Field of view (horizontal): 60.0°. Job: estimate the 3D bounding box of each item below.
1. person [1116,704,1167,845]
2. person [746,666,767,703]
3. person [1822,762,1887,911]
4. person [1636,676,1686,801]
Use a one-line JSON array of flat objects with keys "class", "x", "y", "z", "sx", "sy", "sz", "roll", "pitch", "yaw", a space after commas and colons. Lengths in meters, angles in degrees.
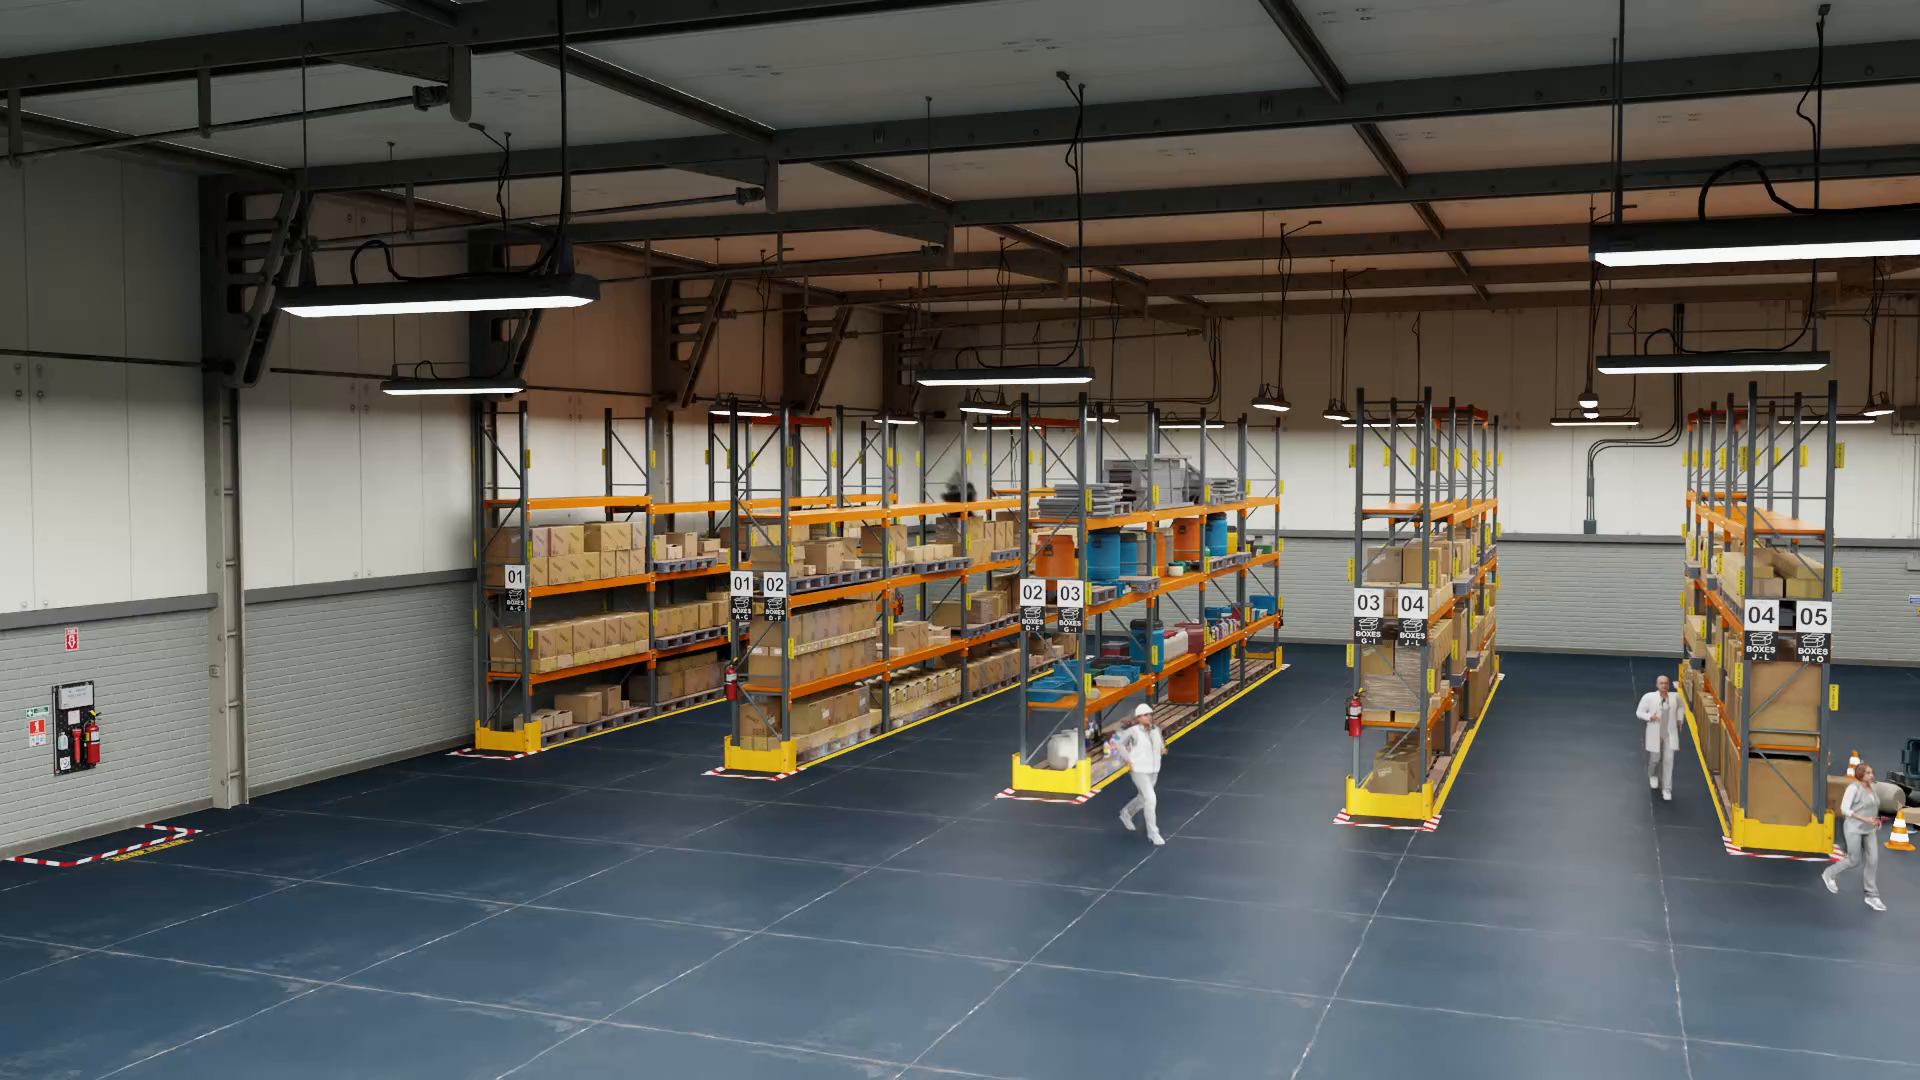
[{"class": "person", "x": 2.432, "y": 3.045, "z": 21.920, "sx": 0.643, "sy": 1.798, "sz": 0.894, "roll": -2, "pitch": 3, "yaw": -37}, {"class": "person", "x": -3.747, "y": 2.666, "z": 30.967, "sx": 0.612, "sy": 1.650, "sz": 0.550, "roll": 1, "pitch": 3, "yaw": 12}, {"class": "person", "x": 10.110, "y": 3.293, "z": 18.724, "sx": 0.564, "sy": 1.613, "sz": 0.772, "roll": -1, "pitch": 3, "yaw": -20}, {"class": "person", "x": 10.375, "y": 2.883, "z": 24.578, "sx": 0.714, "sy": 1.763, "sz": 1.081, "roll": 1, "pitch": 3, "yaw": 14}]
